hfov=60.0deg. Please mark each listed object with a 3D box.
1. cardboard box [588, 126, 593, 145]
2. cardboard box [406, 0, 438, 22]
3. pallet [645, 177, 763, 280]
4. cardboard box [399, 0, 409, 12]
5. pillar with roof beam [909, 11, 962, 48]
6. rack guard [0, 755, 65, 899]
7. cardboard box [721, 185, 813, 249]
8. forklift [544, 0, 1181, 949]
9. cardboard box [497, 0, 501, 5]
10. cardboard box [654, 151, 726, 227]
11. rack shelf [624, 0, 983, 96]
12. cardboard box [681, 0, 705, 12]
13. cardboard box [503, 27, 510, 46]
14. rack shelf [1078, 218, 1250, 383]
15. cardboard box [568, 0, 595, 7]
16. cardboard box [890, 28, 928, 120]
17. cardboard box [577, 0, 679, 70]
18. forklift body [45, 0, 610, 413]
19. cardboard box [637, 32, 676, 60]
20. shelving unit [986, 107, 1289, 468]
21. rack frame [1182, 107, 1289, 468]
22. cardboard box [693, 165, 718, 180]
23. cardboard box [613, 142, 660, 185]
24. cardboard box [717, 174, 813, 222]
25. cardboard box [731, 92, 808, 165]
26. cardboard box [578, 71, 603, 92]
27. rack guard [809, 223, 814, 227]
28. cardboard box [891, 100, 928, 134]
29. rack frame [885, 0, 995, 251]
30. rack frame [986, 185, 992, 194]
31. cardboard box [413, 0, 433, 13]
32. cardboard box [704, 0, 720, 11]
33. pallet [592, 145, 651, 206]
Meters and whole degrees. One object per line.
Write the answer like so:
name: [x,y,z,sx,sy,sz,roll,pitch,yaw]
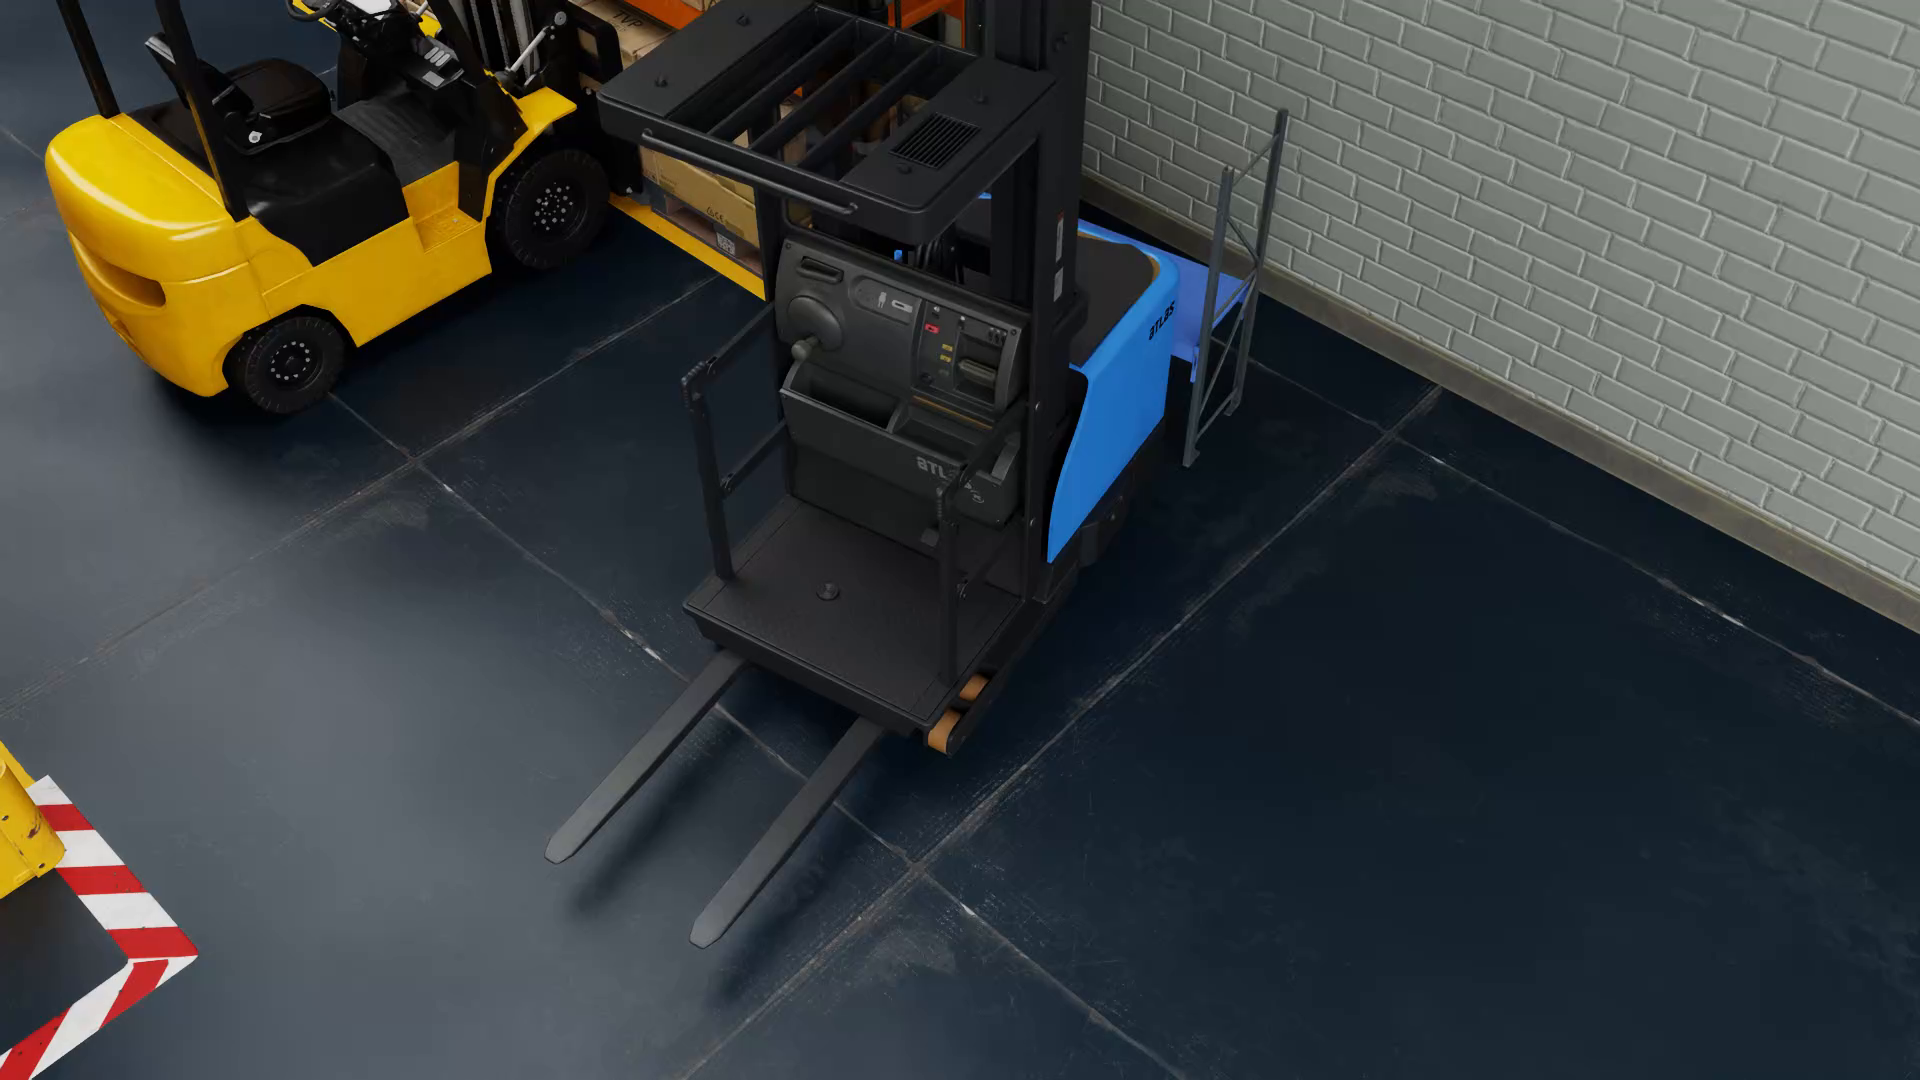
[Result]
cardboard box: [-1.890,-2.333,8.590,0.500,0.250,0.500,36,56,29]
cardboard box: [-2.637,-2.841,9.066,0.500,0.250,0.500,33,55,27]
pallet: [-0.803,-1.721,8.329,1.213,0.211,1.003,34,55,28]
cardboard box: [-3.021,-3.083,9.294,0.500,0.250,0.500,34,56,28]
pillar with roof beam: [-3.033,-2.894,3.403,0.400,9.000,9.100,34,55,28]
rack guard: [-3.632,1.159,5.427,0.348,0.500,1.175,34,55,28]
cardboard box: [-0.772,-1.585,7.887,0.500,0.250,0.500,34,56,28]
forklift: [-0.326,-0.611,5.421,1.130,2.935,3.031,24,51,21]
cardboard box: [-2.267,-2.937,8.471,0.500,0.250,0.500,36,56,29]
cardboard box: [-1.131,-1.836,8.123,0.500,0.250,0.500,34,55,28]
rack shelf: [-1.682,-3.062,8.170,4.000,0.370,1.077,34,55,28]
cardboard box: [-1.127,-2.718,7.284,0.500,0.500,0.500,36,56,29]
cardboard box: [-2.273,-2.764,8.651,0.500,0.250,0.500,33,55,27]
rack shelf: [0.680,-1.062,7.073,1.000,0.185,0.538,26,52,22]
cardboard box: [-1.887,-2.673,8.223,0.500,0.250,0.500,33,55,27]
cardboard box: [-0.437,-2.203,7.782,0.500,0.250,0.500,33,55,27]
cardboard box: [-1.519,-2.418,7.984,0.500,0.250,0.500,35,56,28]
forklift body: [-2.843,-1.989,7.251,1.214,2.155,2.313,34,55,28]
cardboard box: [-1.142,-2.174,7.755,0.500,0.250,0.500,35,56,28]
shelving unit: [0.680,-1.185,6.942,1.048,1.500,0.538,26,52,22]
rack frame: [1.106,-0.982,6.752,0.032,1.500,0.500,26,52,22]
cardboard box: [-1.144,-2.020,7.953,0.500,0.250,0.500,33,55,27]
cardboard box: [-1.493,-2.088,8.360,0.500,0.250,0.500,35,56,28]
cardboard box: [-0.782,-1.766,7.715,0.500,0.250,0.500,33,55,27]
cardboard box: [-0.763,-1.925,7.521,0.500,0.250,0.500,36,56,29]
cardboard box: [-1.537,-2.264,8.182,0.500,0.250,0.500,33,55,27]
rack guard: [-0.195,-1.452,7.879,0.348,0.500,1.175,34,55,28]
cardboard box: [-0.417,-2.037,7.969,0.500,0.250,0.500,35,56,28]
rack frame: [-0.213,-2.320,6.979,0.127,3.000,1.000,34,55,28]
rack frame: [0.255,-1.388,7.133,0.032,1.500,0.500,26,52,22]
cardboard box: [-2.634,-3.019,8.890,0.500,0.250,0.500,34,55,27]
cardboard box: [-0.752,-2.456,7.039,0.500,0.500,0.500,33,55,27]
pallet: [-1.695,-2.324,8.896,1.213,0.211,1.003,34,55,28]
